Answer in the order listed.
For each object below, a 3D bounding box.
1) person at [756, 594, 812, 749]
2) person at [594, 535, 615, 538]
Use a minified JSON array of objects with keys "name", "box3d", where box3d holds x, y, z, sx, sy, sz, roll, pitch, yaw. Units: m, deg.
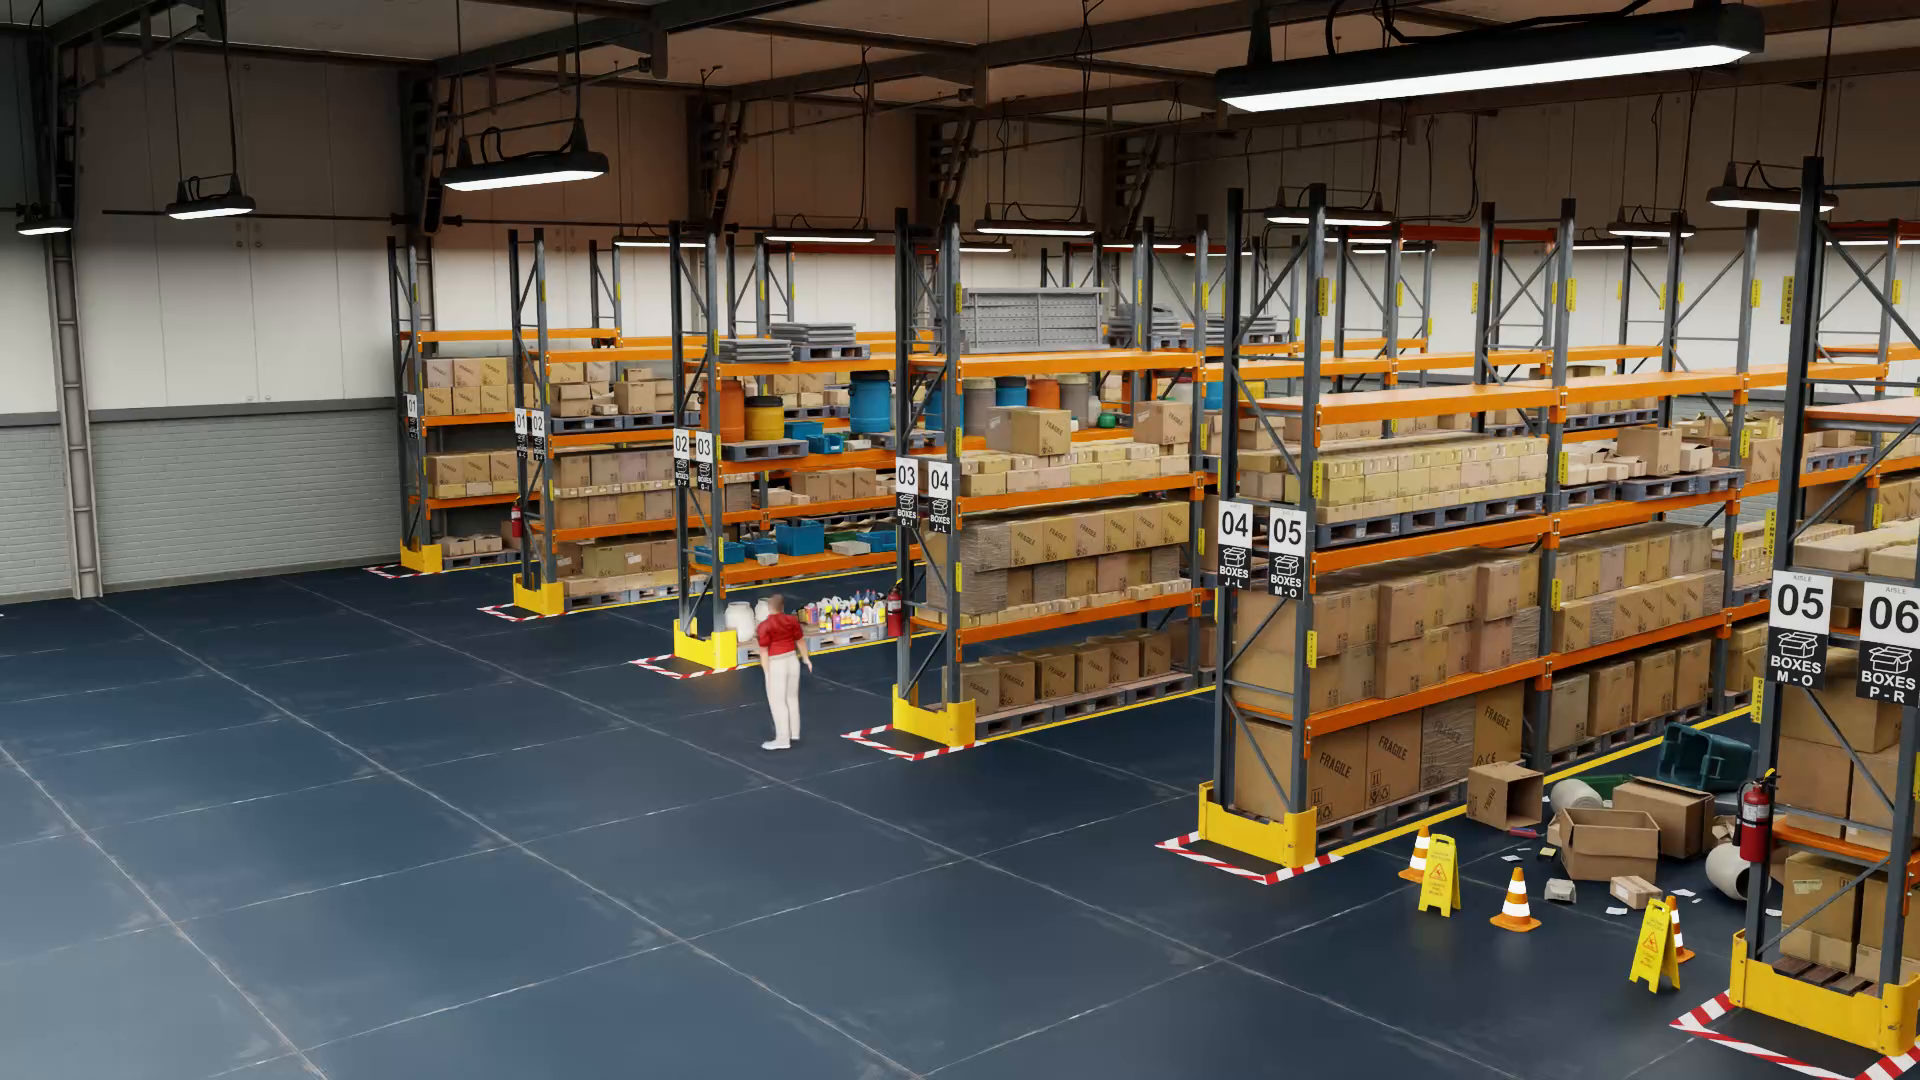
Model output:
[{"name":"person","box3d":[-1.969,1.454,18.662,0.436,1.745,0.742,7,11,40]},{"name":"person","box3d":[-6.272,-0.181,29.537,0.495,1.664,0.377,-2,9,-15]}]
